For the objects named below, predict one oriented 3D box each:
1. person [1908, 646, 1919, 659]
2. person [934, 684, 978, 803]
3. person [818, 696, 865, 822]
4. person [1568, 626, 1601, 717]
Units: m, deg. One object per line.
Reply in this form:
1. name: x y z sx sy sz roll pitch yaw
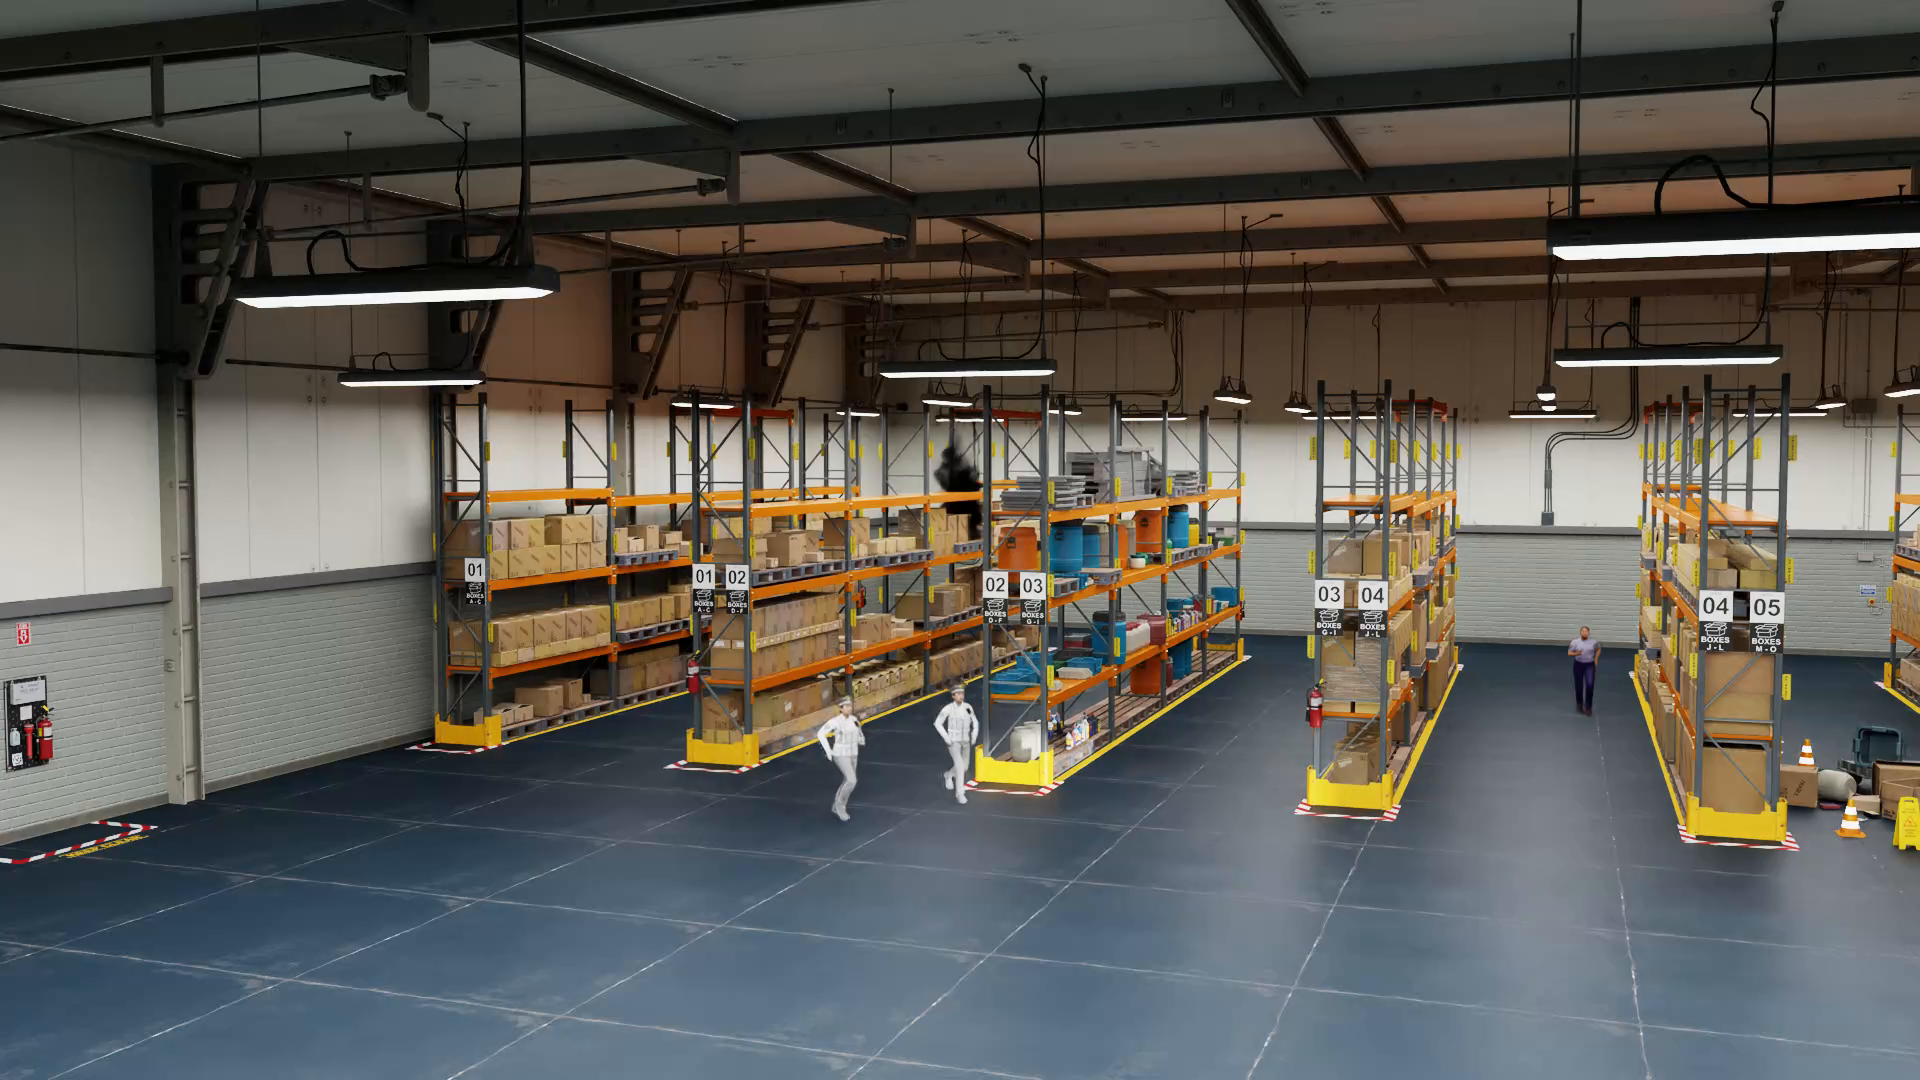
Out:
1. person: 20.988 2.266 36.264 0.629 1.641 0.587 -1 3 -24
2. person: -0.046 2.909 23.990 0.665 1.693 0.713 -2 4 -30
3. person: -1.537 2.955 22.551 0.668 1.697 0.583 3 4 44
4. person: 11.906 2.480 31.725 0.596 1.687 0.793 1 3 20
